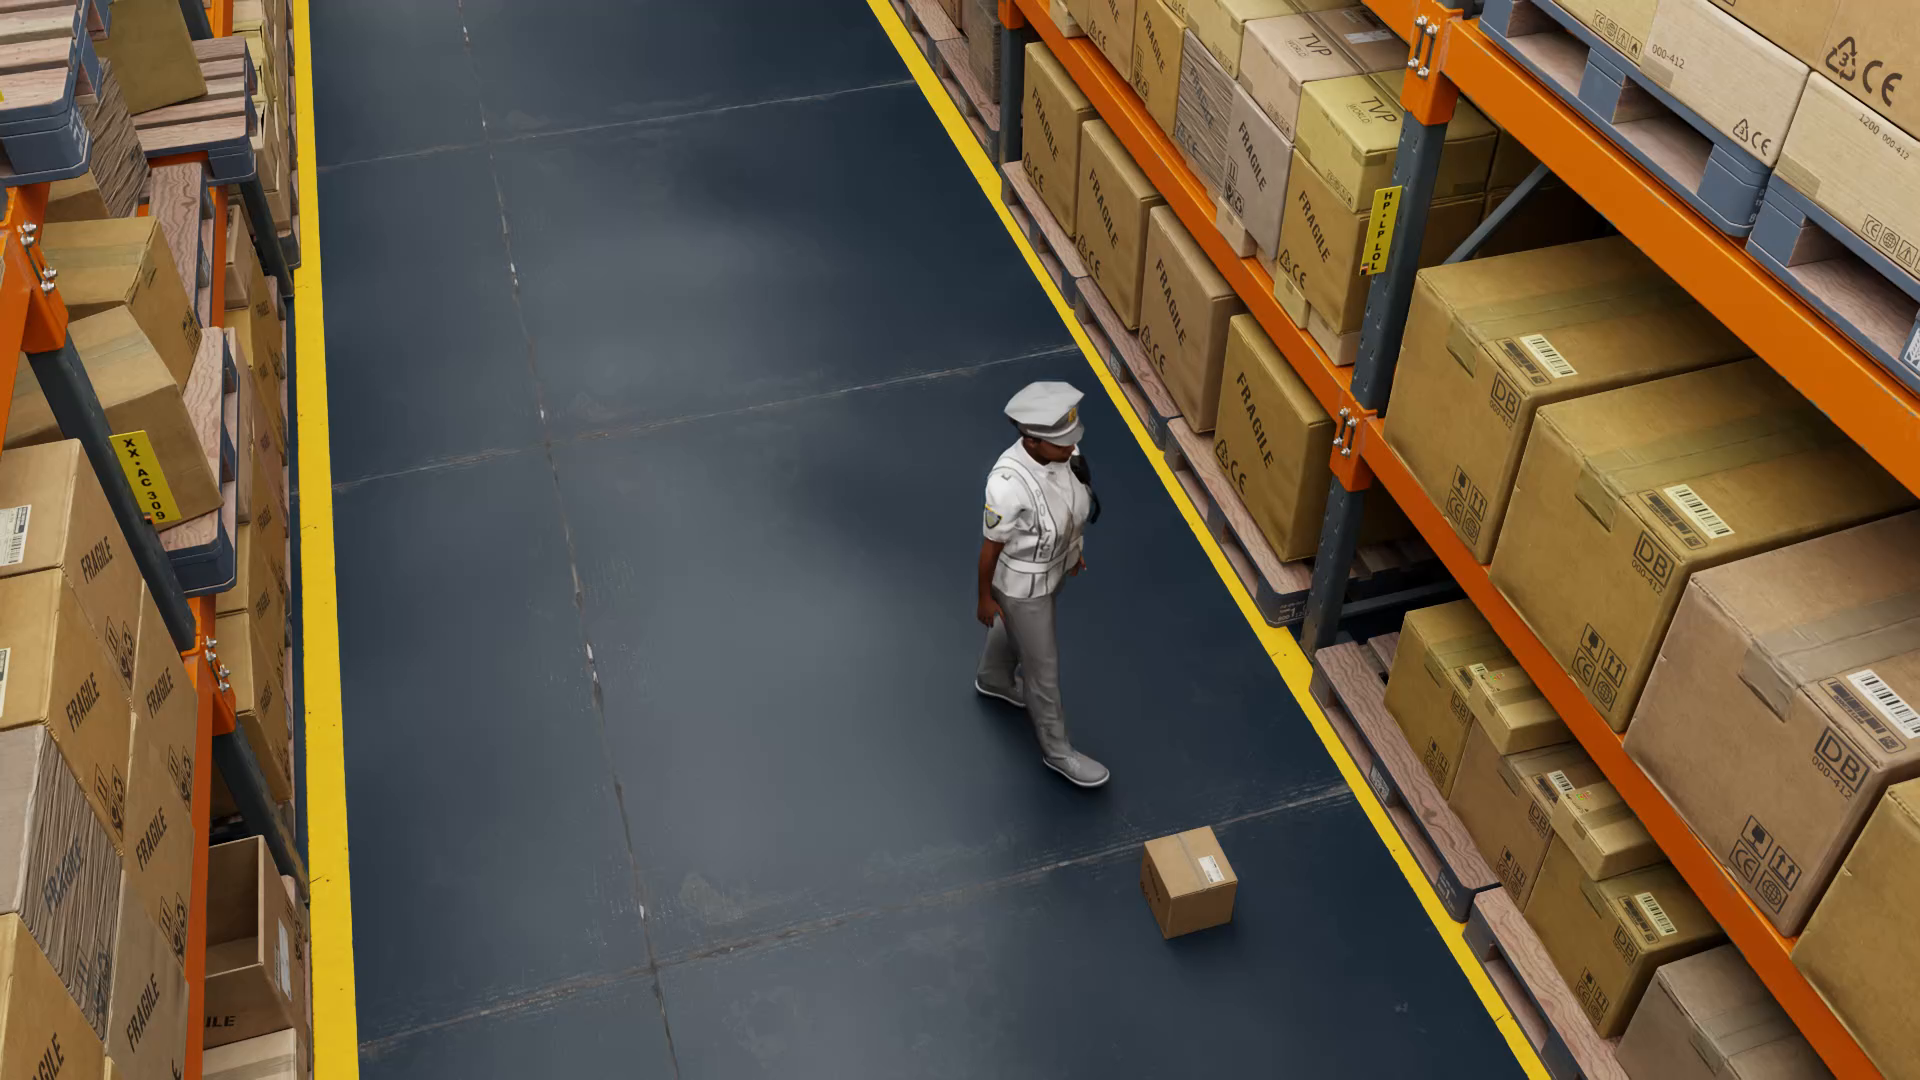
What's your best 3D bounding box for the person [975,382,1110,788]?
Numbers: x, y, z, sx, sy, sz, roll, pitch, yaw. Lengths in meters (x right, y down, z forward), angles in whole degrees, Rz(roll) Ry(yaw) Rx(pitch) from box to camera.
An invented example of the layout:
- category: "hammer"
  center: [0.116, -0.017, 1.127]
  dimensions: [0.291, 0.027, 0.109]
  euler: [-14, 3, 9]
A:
- category: "person"
  center: [0.345, 0.135, 5.997]
  dimensions: [0.711, 1.654, 0.471]
  euler: [24, 47, 24]
